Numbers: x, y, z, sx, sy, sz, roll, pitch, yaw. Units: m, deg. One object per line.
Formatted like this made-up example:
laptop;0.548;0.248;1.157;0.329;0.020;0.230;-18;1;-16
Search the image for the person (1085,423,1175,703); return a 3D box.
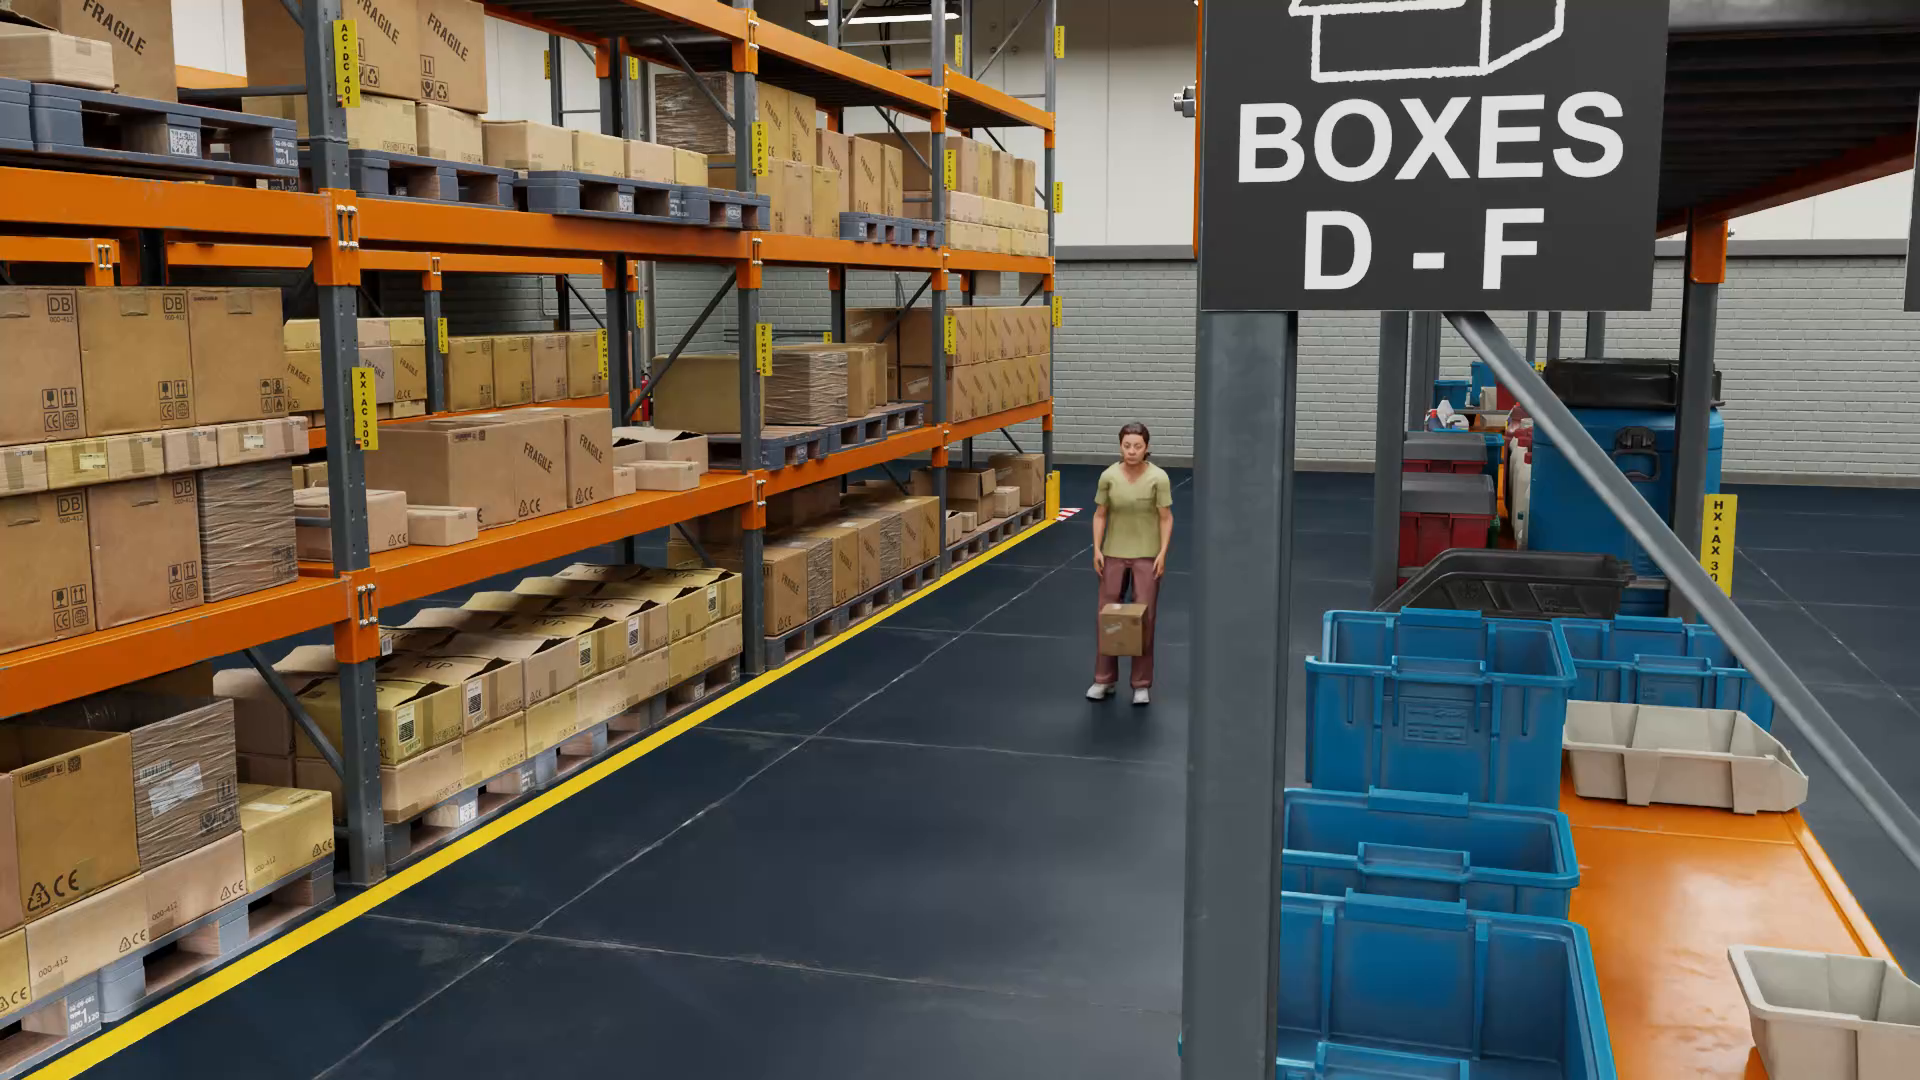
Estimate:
person;1.026;0.129;9.970;0.503;1.671;0.416;2;9;14
